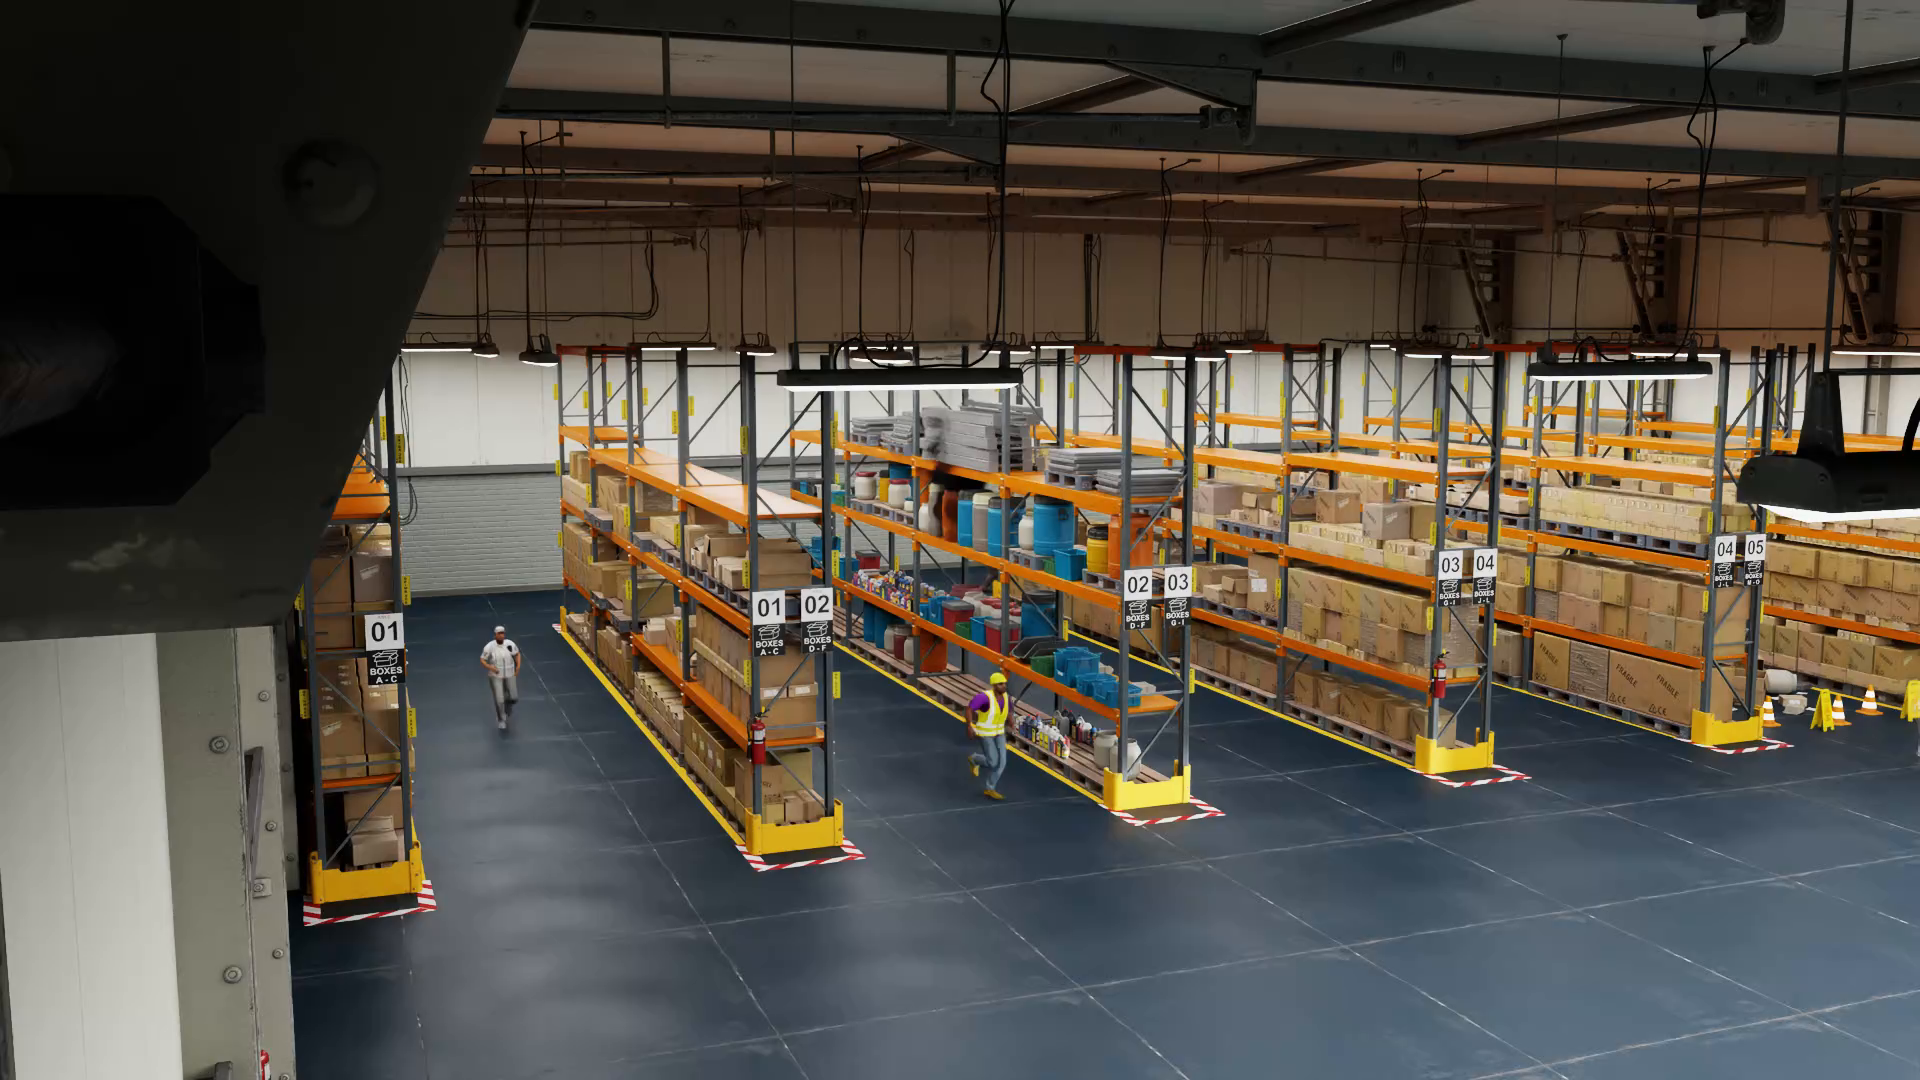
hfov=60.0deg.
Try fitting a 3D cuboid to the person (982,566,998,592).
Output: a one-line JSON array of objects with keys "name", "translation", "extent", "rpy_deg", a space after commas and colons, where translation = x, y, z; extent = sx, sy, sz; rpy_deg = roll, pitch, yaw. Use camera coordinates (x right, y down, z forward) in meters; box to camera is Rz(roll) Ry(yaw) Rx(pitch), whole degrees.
[{"name": "person", "translation": [0.795, 0.434, 39.850], "extent": [0.600, 1.672, 0.652], "rpy_deg": [1, 7, 9]}]

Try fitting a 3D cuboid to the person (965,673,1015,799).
[{"name": "person", "translation": [0.404, 2.638, 22.601], "extent": [0.741, 1.717, 0.698], "rpy_deg": [-6, 9, -40]}]

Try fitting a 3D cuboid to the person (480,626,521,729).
[{"name": "person", "translation": [-7.286, 2.178, 26.478], "extent": [0.662, 1.632, 0.512], "rpy_deg": [-4, 8, -29]}]
